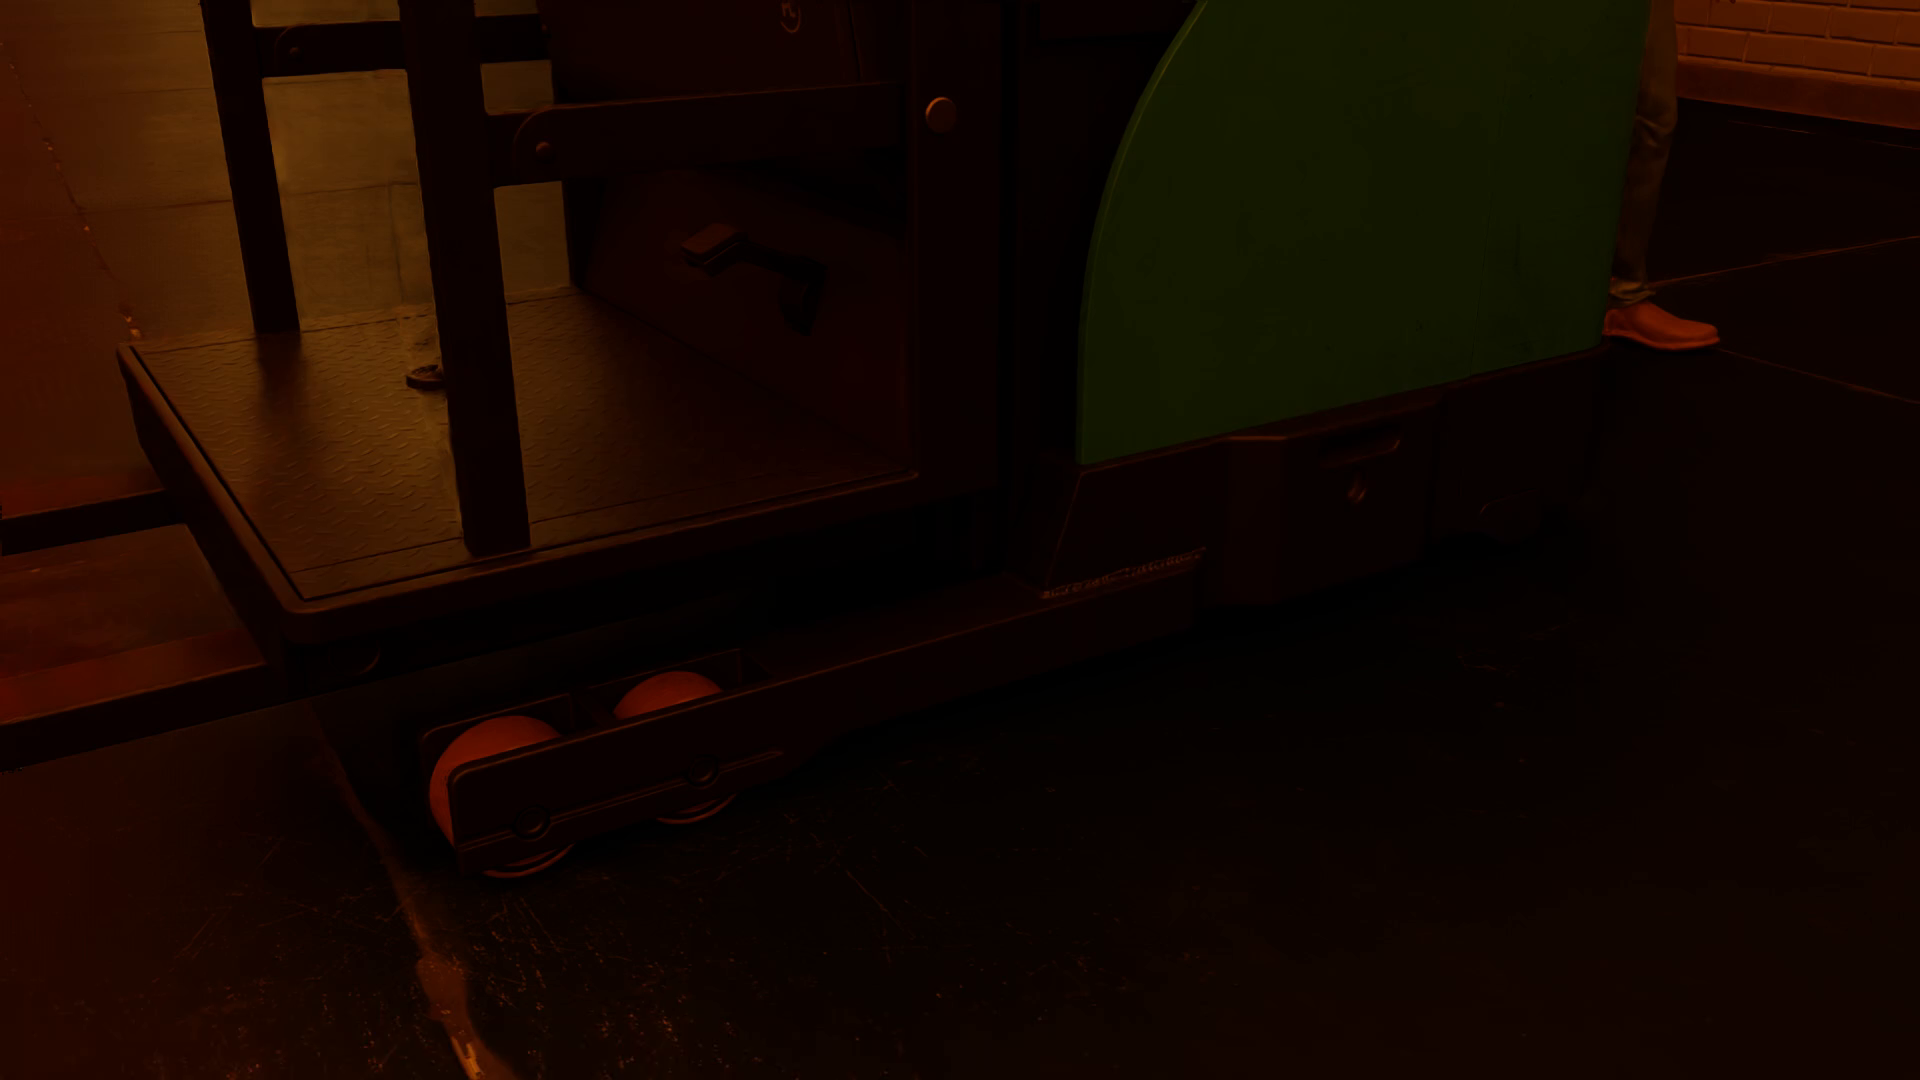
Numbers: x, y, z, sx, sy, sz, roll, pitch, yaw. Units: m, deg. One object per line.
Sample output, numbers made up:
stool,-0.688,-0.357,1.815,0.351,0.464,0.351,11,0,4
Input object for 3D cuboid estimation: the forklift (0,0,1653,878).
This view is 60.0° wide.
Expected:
forklift,-0.509,-1.227,1.764,3.031,2.935,1.130,-14,26,-30

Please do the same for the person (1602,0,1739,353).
person,1.226,-1.197,3.262,0.824,1.740,0.418,-12,25,-26
